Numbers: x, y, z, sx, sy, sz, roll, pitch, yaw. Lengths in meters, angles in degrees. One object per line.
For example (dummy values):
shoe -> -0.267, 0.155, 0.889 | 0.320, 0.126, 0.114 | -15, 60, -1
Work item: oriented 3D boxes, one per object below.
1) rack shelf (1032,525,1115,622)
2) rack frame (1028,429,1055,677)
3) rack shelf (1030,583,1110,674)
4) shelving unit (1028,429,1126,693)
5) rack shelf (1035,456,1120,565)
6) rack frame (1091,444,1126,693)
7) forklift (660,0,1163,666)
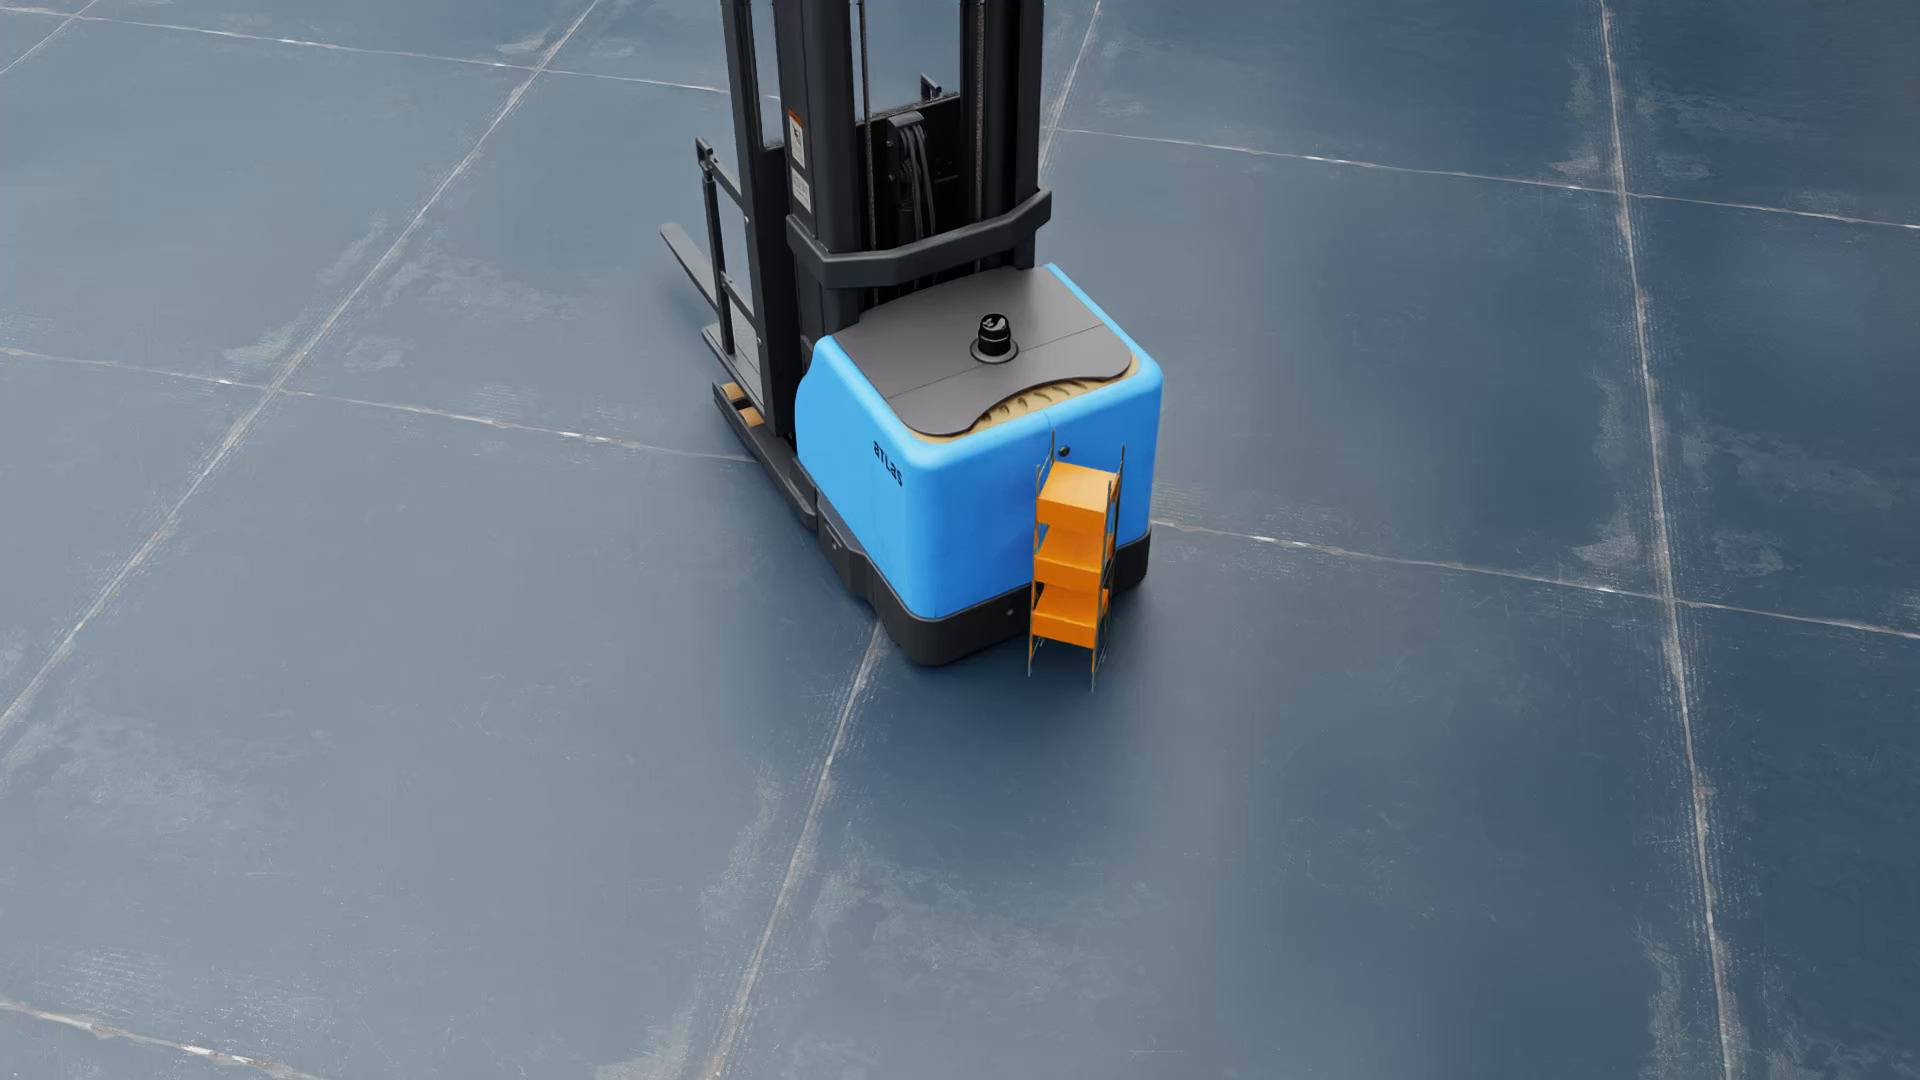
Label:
rack shelf -> 0.404, 0.103, 5.902 | 0.240, 0.259, 0.215 | 13, 45, 13
rack frame -> 0.288, 0.069, 5.922 | 0.008, 1.050, 0.200 | 13, 45, 13
rack shelf -> 0.404, 0.303, 6.094 | 0.240, 0.259, 0.215 | 13, 45, 13
shelving unit -> 0.404, 0.095, 5.894 | 0.252, 1.050, 0.215 | 13, 45, 13
rack shelf -> 0.404, -0.102, 5.705 | 0.240, 0.259, 0.215 | 13, 45, 13
rack frame -> 0.520, 0.122, 5.867 | 0.008, 1.050, 0.200 | 13, 45, 13
forklift -> -0.420, -1.606, 6.305 | 1.130, 2.935, 3.031 | -21, 48, -20
